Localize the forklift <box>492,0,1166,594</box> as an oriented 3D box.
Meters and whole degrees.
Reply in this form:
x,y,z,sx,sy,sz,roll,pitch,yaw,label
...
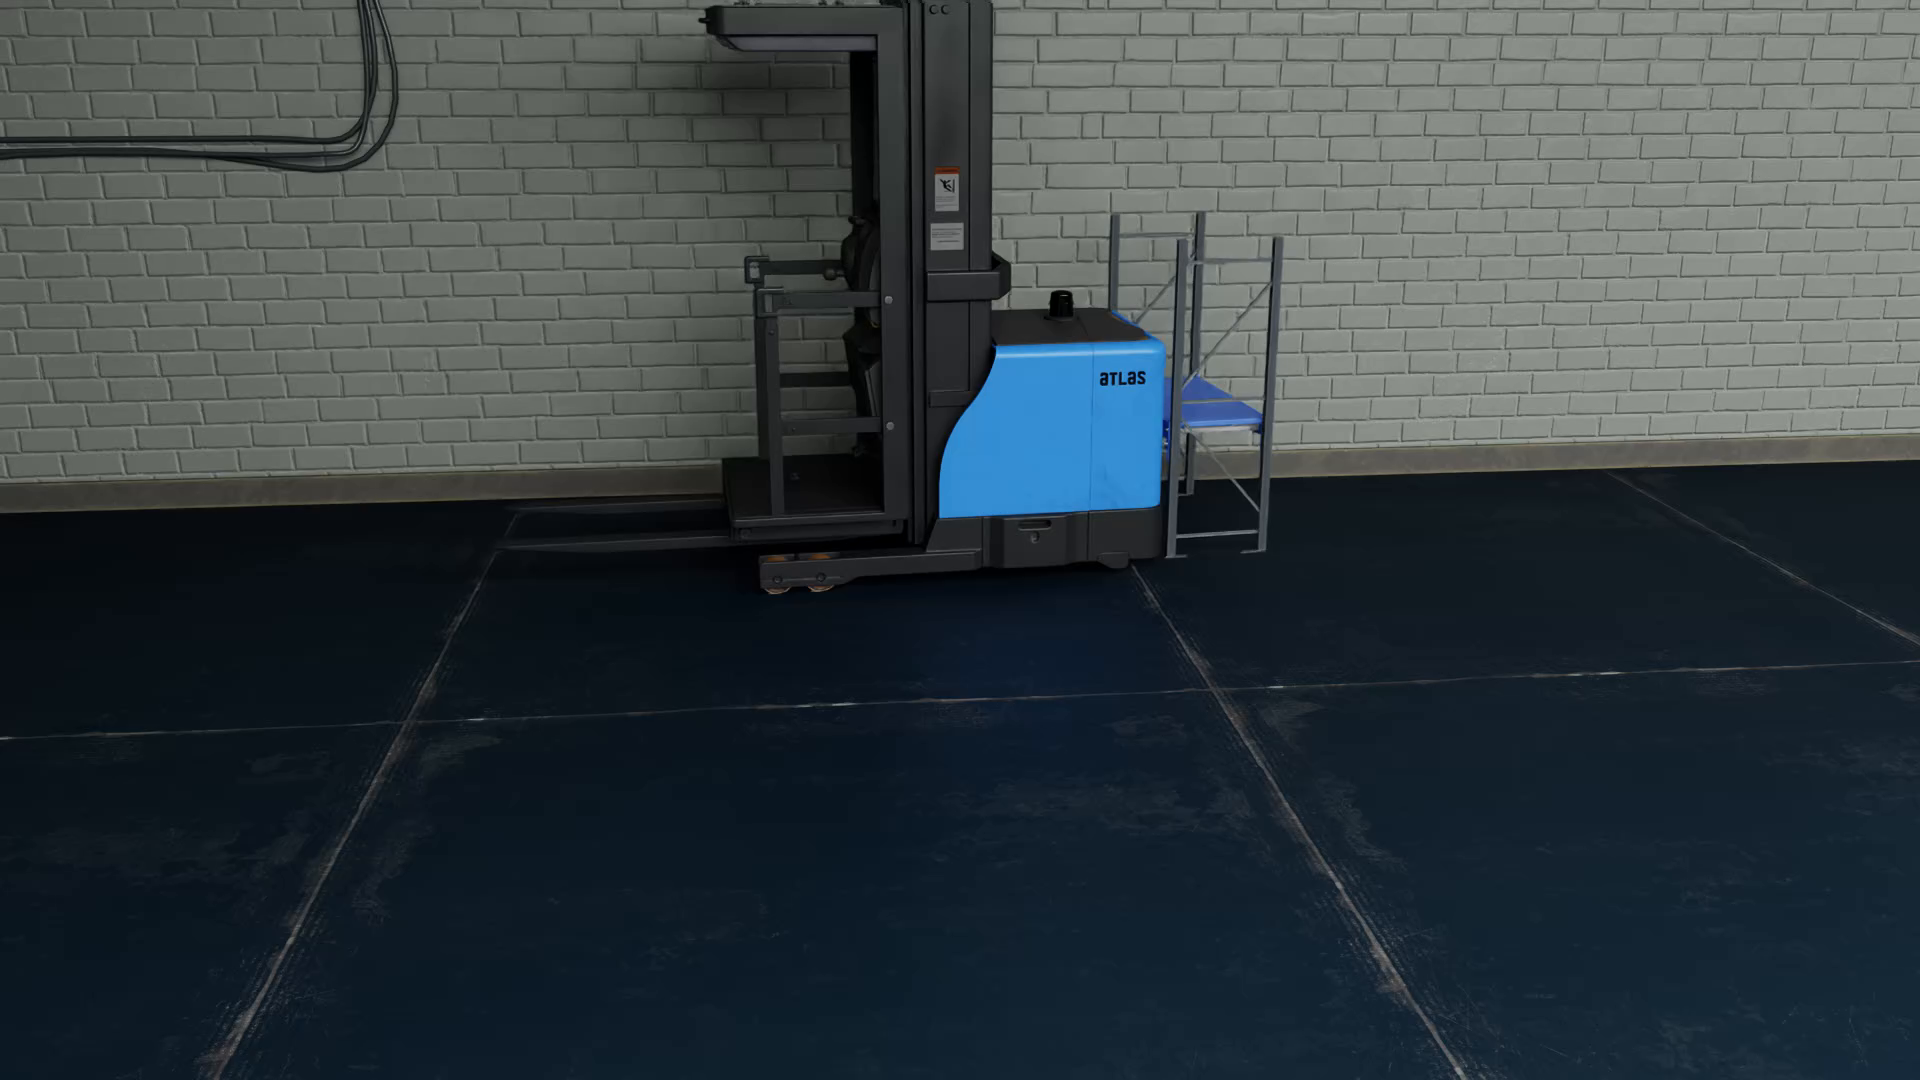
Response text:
x,y,z,sx,sy,sz,roll,pitch,yaw,label
-0.626,-1.327,7.511,3.031,2.935,1.130,-3,18,-9,forklift

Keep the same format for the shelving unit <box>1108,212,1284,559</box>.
x,y,z,sx,sy,sz,roll,pitch,yaw,label
1.115,-0.796,8.207,0.538,1.500,1.048,-4,18,-12,shelving unit

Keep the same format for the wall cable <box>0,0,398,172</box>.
x,y,z,sx,sy,sz,roll,pitch,yaw,label
-4.304,-2.963,7.776,3.097,2.526,0.112,-2,18,-6,wall cable

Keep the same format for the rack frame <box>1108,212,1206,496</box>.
x,y,z,sx,sy,sz,roll,pitch,yaw,label
1.008,-0.944,8.681,0.500,1.500,0.032,-4,18,-12,rack frame

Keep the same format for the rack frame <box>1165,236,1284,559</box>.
x,y,z,sx,sy,sz,roll,pitch,yaw,label
1.223,-0.647,7.733,0.500,1.500,0.032,-4,18,-12,rack frame

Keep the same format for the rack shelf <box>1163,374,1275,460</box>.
x,y,z,sx,sy,sz,roll,pitch,yaw,label
1.115,-0.624,8.261,0.538,0.185,1.000,-4,18,-12,rack shelf
